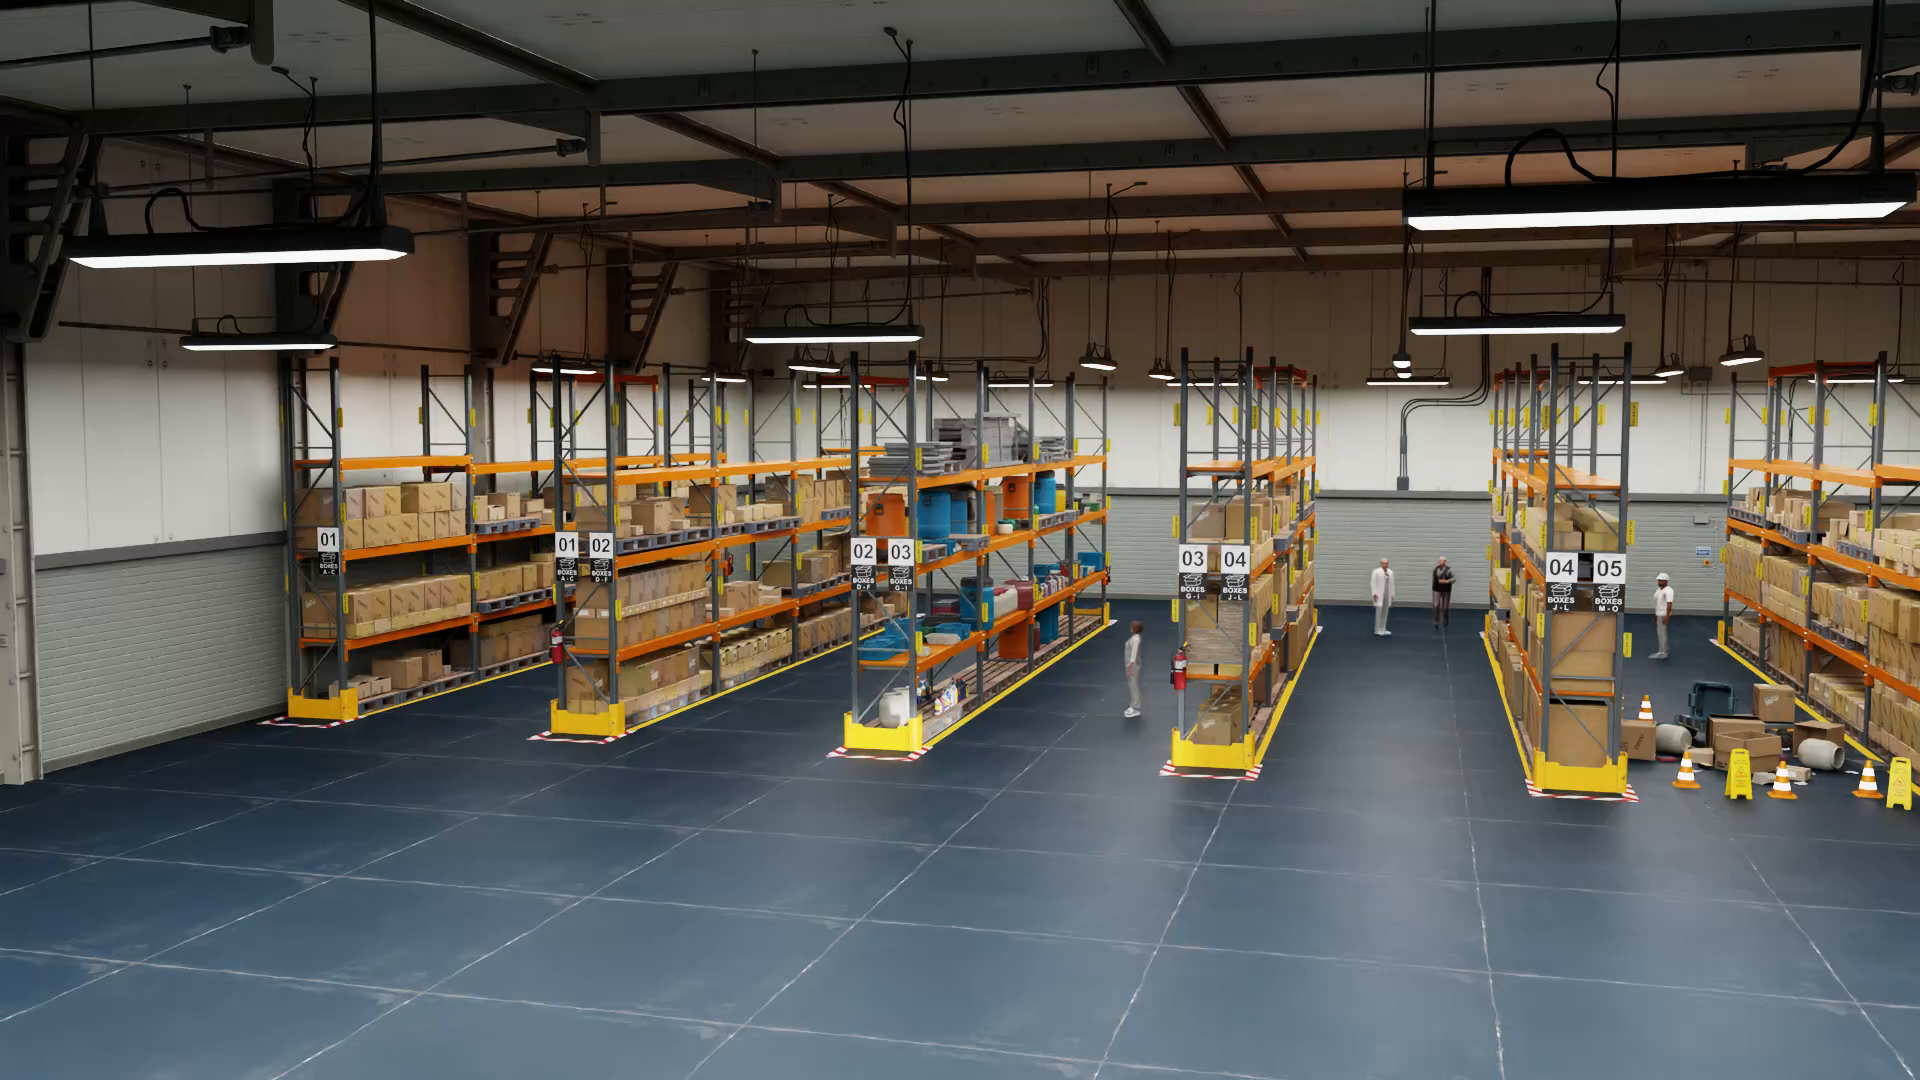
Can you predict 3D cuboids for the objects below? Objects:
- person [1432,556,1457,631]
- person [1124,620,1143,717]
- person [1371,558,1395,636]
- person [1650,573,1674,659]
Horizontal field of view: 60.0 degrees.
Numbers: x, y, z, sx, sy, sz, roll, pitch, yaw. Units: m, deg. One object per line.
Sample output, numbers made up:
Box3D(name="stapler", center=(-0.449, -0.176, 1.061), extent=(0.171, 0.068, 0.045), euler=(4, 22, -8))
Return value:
Box3D(name="person", center=(11.440, 1.265, 39.312), extent=(0.588, 1.765, 0.829), euler=(2, 5, 21))
Box3D(name="person", center=(2.908, 2.151, 28.031), extent=(0.350, 1.604, 0.457), euler=(-1, 4, -9))
Box3D(name="person", center=(9.753, 1.298, 38.314), extent=(0.620, 1.788, 0.448), euler=(-1, 4, -16))
Box3D(name="person", center=(14.658, 1.579, 34.726), extent=(0.432, 1.769, 0.629), euler=(2, 4, 21))
